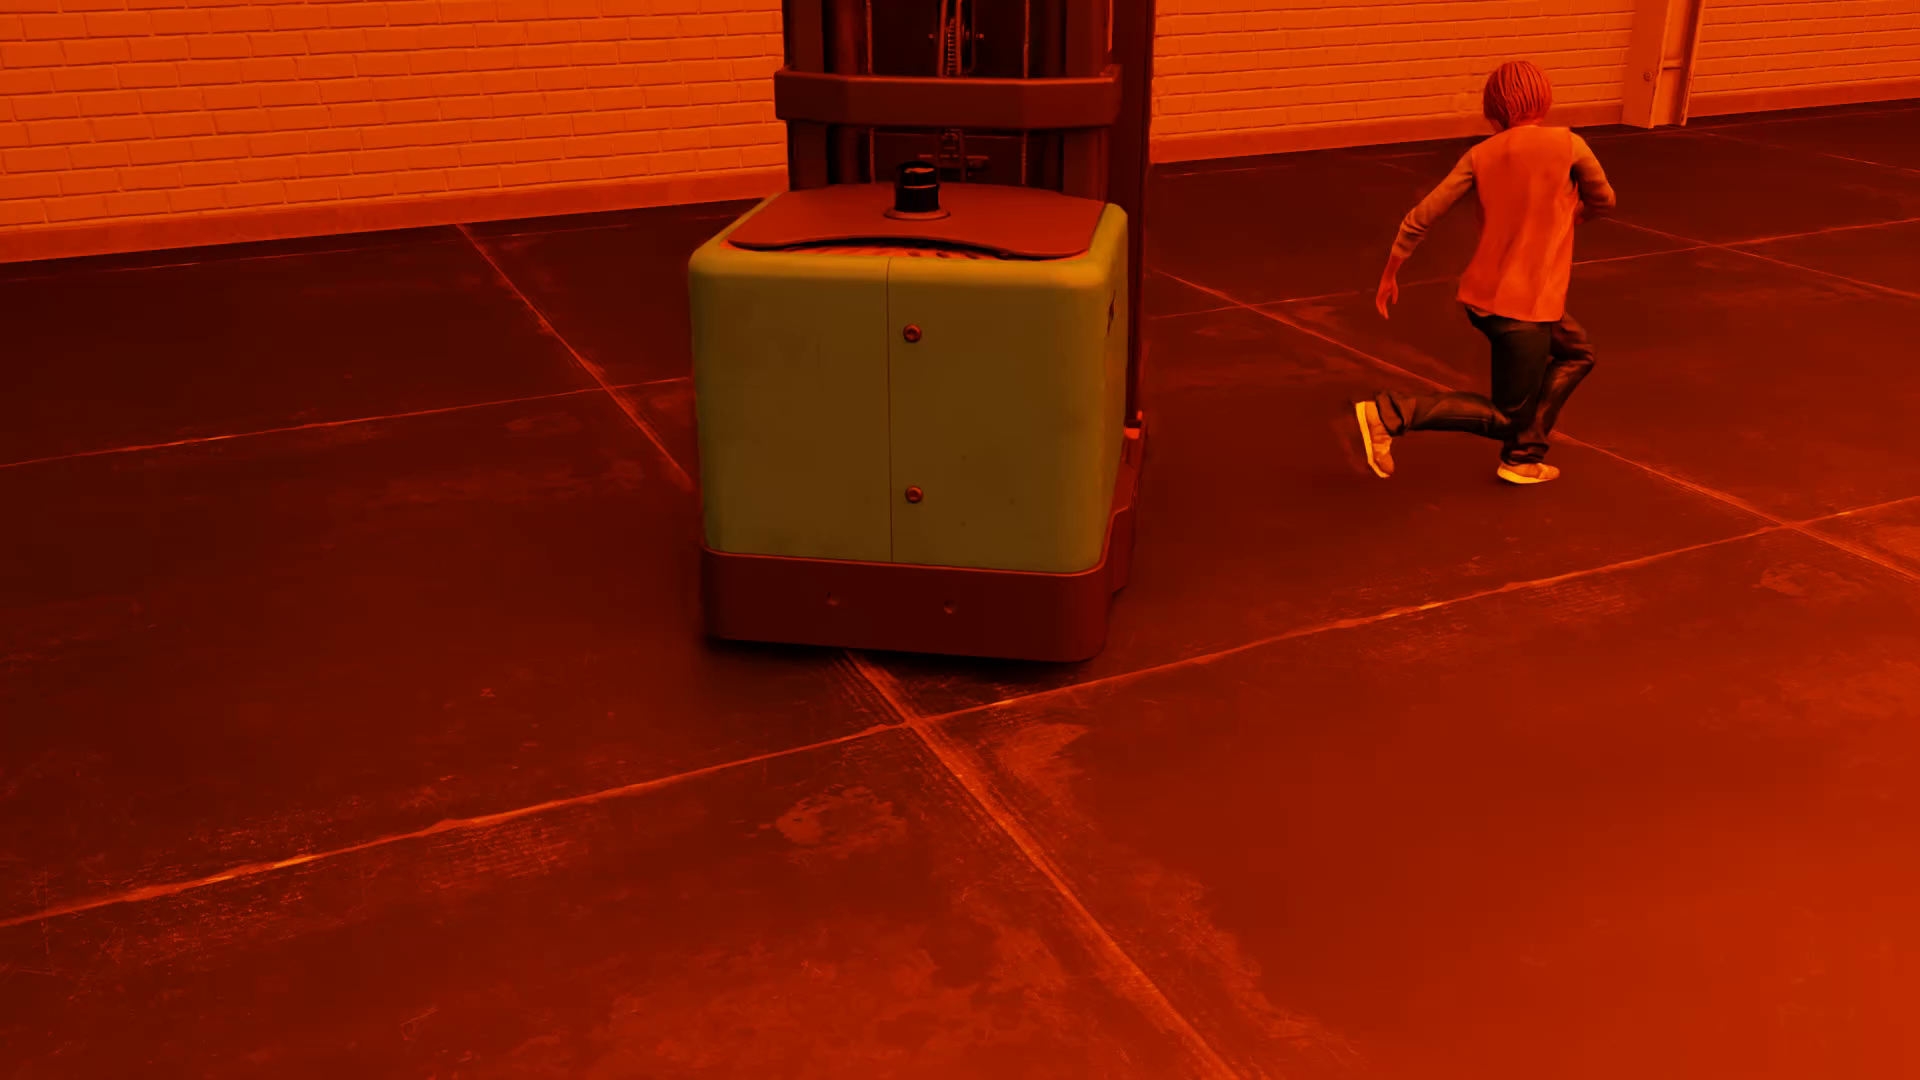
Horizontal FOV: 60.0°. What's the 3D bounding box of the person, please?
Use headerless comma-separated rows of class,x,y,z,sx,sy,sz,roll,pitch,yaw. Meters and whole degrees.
person,1.693,-0.824,5.362,0.823,1.382,0.547,-8,24,-18

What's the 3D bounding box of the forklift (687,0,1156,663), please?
forklift,0.061,-1.578,5.084,1.130,2.935,3.031,3,23,8
